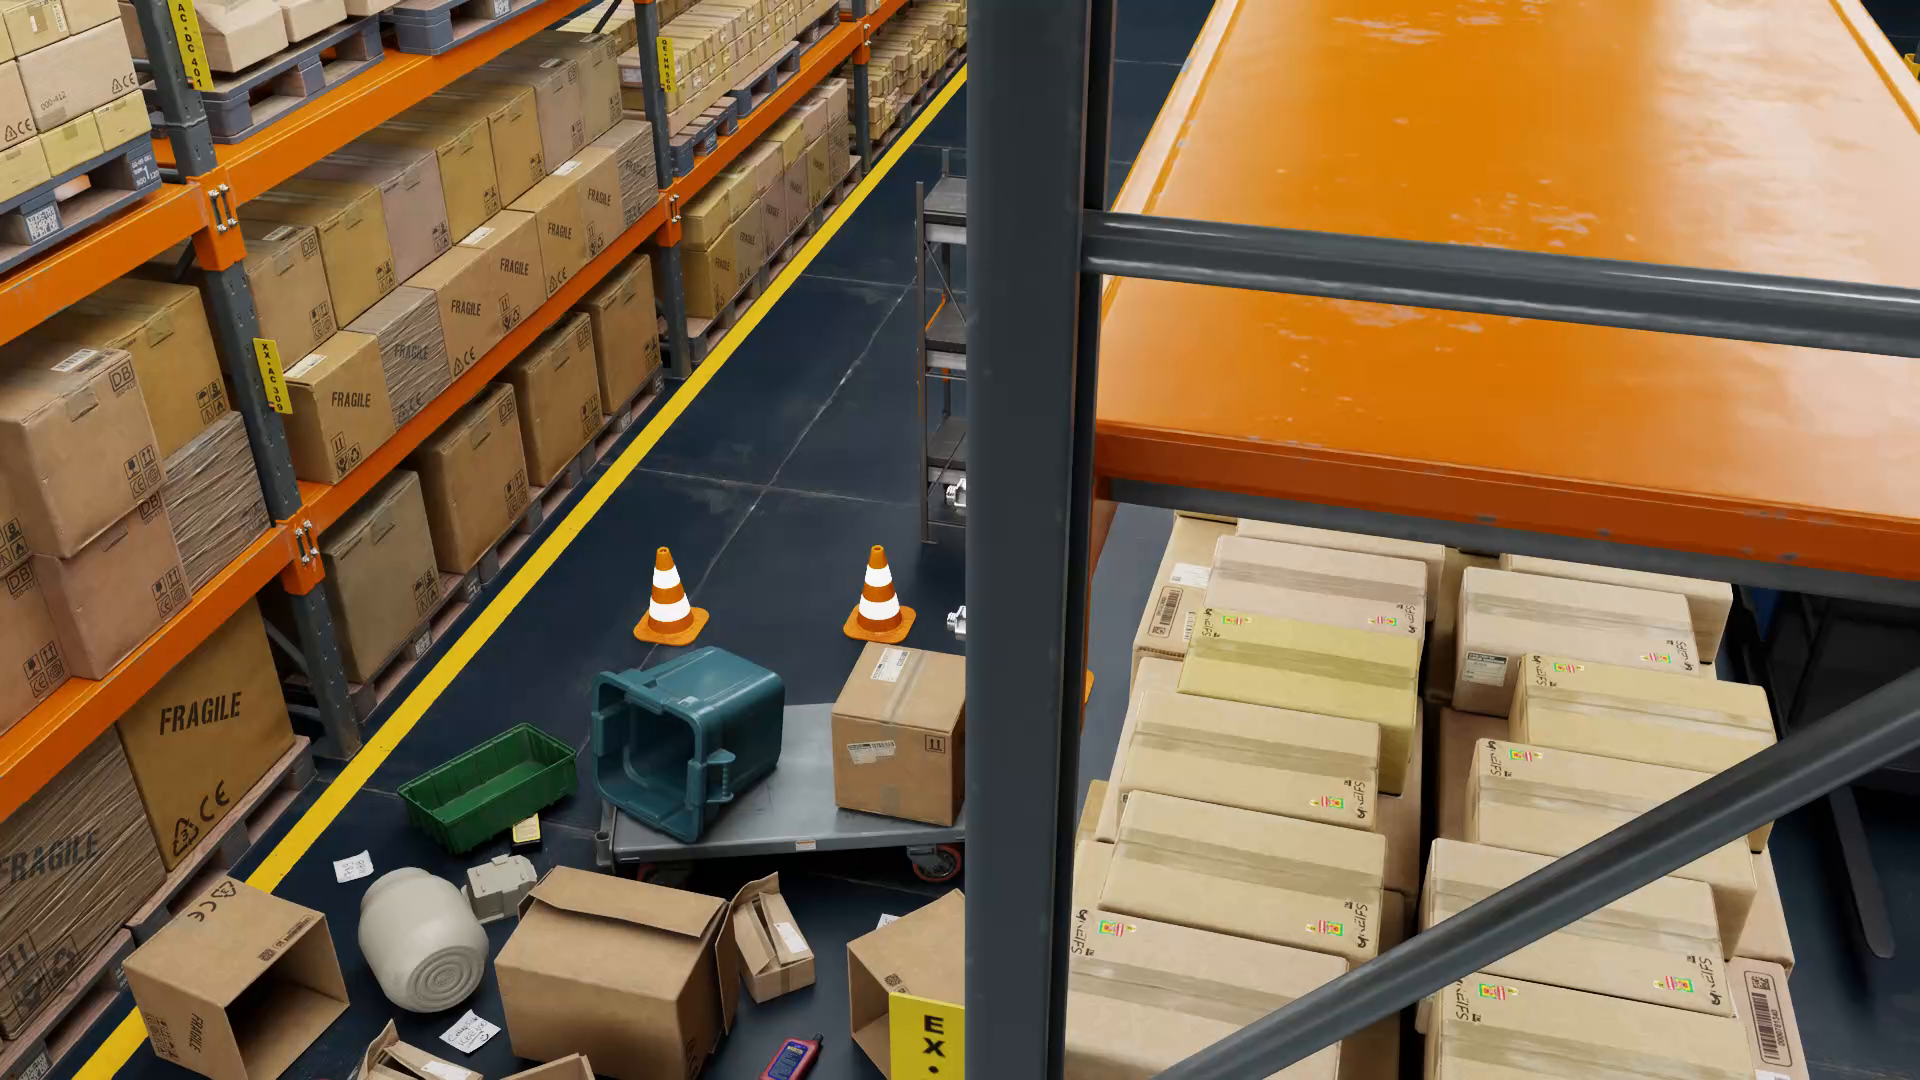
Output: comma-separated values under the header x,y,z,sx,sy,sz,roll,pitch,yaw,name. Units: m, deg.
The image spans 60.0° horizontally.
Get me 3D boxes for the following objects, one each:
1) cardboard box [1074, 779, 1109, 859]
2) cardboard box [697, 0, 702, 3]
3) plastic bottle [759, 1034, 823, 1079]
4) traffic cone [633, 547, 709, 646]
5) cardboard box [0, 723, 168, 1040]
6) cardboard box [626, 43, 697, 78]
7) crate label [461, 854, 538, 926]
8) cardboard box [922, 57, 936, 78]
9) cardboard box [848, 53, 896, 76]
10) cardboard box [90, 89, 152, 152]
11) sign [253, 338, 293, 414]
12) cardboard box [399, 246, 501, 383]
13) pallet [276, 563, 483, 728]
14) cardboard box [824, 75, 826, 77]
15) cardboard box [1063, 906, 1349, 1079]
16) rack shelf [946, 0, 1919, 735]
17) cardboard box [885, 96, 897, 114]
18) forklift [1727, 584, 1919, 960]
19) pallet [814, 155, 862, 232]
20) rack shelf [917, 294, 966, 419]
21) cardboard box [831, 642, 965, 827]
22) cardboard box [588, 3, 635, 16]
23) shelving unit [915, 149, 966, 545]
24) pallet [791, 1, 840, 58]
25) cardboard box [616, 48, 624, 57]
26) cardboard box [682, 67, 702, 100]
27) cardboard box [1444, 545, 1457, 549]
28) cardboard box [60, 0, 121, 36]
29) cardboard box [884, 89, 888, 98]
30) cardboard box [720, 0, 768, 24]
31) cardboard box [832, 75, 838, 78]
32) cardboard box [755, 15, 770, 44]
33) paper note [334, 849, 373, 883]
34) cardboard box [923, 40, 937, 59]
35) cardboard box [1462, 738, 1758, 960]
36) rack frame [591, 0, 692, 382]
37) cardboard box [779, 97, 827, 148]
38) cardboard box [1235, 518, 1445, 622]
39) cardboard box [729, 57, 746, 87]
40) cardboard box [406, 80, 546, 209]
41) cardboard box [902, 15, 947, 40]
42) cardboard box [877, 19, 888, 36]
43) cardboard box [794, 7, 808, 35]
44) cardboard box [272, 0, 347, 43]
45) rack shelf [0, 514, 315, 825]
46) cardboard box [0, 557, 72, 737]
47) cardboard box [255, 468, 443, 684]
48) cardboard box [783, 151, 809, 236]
x,y,z,sx,sy,sz,roll,pitch,yaw,name
0.587,0.940,3.742,0.700,0.500,0.500,8,33,12,cardboard box
-2.071,-3.995,12.373,0.380,0.149,0.250,9,34,14,cardboard box
-0.624,1.944,6.205,0.133,0.061,0.283,14,35,21,plastic bottle
-1.495,0.248,8.498,0.336,0.463,0.334,8,33,12,traffic cone
-3.748,1.172,6.269,0.875,0.875,0.875,8,33,13,cardboard box
-1.910,-3.083,10.662,0.380,0.149,0.250,7,33,11,cardboard box
-1.916,1.441,6.926,0.298,0.136,0.250,-14,35,-21,crate label
-0.443,-4.549,15.946,0.380,0.149,0.250,9,33,13,cardboard box
-0.790,-4.271,14.953,0.380,0.149,0.250,7,33,11,cardboard box
-3.079,-1.479,5.804,0.380,0.149,0.250,8,33,12,cardboard box
-2.759,-0.656,6.675,0.100,0.325,0.005,8,33,12,sign
-2.645,-1.132,8.211,0.500,0.500,0.500,8,33,12,cardboard box
-3.173,0.434,8.441,1.003,0.211,1.213,8,33,12,pallet
-1.401,-4.067,14.633,0.380,0.149,0.250,8,33,13,cardboard box
0.303,0.653,2.192,0.380,0.149,0.250,8,33,13,cardboard box
1.010,-0.900,3.021,1.077,0.370,4.000,8,33,12,rack shelf
-0.782,-3.877,14.889,0.380,0.149,0.250,8,33,12,cardboard box
4.231,-0.188,6.883,1.130,2.935,3.031,8,33,13,forklift
-1.462,-2.903,13.689,1.003,0.211,1.213,8,33,12,pallet
0.042,-0.960,8.899,0.431,0.518,0.480,8,33,12,rack shelf
-0.212,0.798,6.893,0.500,0.500,0.500,8,33,12,cardboard box
-2.336,-3.576,11.438,0.380,0.149,0.250,8,33,12,cardboard box
0.042,-0.972,8.892,0.431,2.100,0.503,8,33,12,shelving unit
-1.600,-4.026,13.035,1.003,0.211,1.213,8,33,12,pallet
-2.465,-3.199,11.121,0.380,0.149,0.250,9,33,14,cardboard box
-1.897,-2.969,10.760,0.380,0.149,0.250,10,34,15,cardboard box
1.281,0.018,3.563,0.500,0.250,0.500,9,33,13,cardboard box
-3.080,-1.815,5.589,0.380,0.149,0.250,8,33,12,cardboard box
-0.860,-4.003,14.809,0.380,0.149,0.250,8,33,12,cardboard box
-1.577,-3.755,11.718,0.380,0.149,0.250,8,33,12,cardboard box
-1.227,-4.190,15.104,0.380,0.149,0.250,8,33,13,cardboard box
-1.574,-3.637,11.811,0.380,0.149,0.250,9,34,14,cardboard box
-2.591,1.393,7.100,0.147,0.020,0.142,-14,35,-21,paper note
-0.441,-4.675,15.867,0.380,0.149,0.250,10,34,15,cardboard box
0.962,0.458,2.499,0.380,0.149,0.250,8,33,12,cardboard box
-2.281,-2.408,10.312,1.000,3.000,0.127,8,33,12,rack frame
-1.353,-3.237,12.855,0.500,0.250,0.500,10,34,15,cardboard box
0.728,0.007,3.208,0.380,0.149,0.250,7,33,11,cardboard box
-1.703,-3.242,11.466,0.380,0.149,0.250,9,34,14,cardboard box
-2.659,-2.111,8.820,0.700,0.500,0.500,8,33,12,cardboard box
-0.343,-4.928,15.988,0.380,0.149,0.250,9,34,14,cardboard box
-0.916,-5.004,16.106,0.380,0.149,0.250,9,34,14,cardboard box
-1.369,-3.928,12.545,0.380,0.149,0.250,6,33,10,cardboard box
-2.793,-2.216,6.963,0.250,0.149,0.380,8,33,12,cardboard box
-3.803,1.009,5.607,1.077,0.370,4.000,8,33,12,rack shelf
-3.746,0.350,5.833,0.875,0.550,0.550,8,33,12,cardboard box
-3.225,0.106,8.063,1.050,0.750,0.750,8,33,12,cardboard box
-1.475,-2.656,12.640,0.500,0.500,0.500,7,33,11,cardboard box
